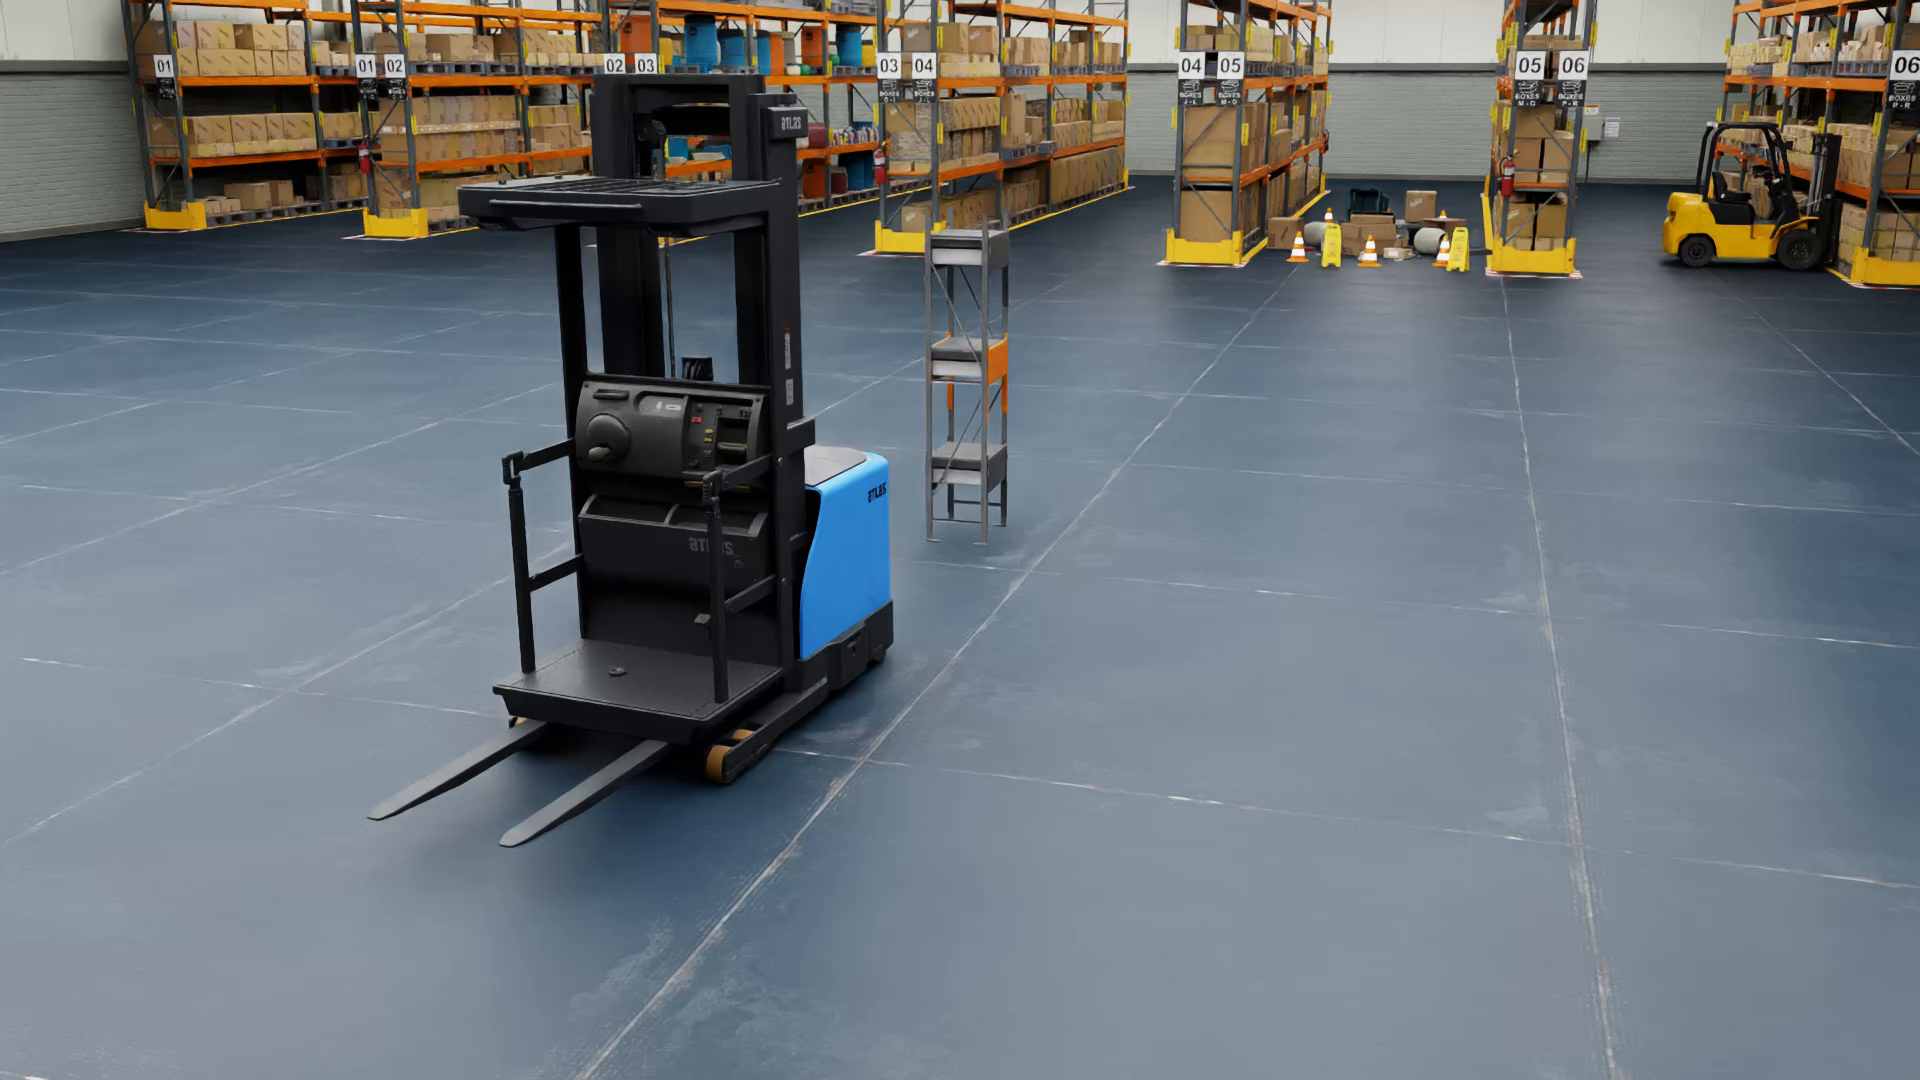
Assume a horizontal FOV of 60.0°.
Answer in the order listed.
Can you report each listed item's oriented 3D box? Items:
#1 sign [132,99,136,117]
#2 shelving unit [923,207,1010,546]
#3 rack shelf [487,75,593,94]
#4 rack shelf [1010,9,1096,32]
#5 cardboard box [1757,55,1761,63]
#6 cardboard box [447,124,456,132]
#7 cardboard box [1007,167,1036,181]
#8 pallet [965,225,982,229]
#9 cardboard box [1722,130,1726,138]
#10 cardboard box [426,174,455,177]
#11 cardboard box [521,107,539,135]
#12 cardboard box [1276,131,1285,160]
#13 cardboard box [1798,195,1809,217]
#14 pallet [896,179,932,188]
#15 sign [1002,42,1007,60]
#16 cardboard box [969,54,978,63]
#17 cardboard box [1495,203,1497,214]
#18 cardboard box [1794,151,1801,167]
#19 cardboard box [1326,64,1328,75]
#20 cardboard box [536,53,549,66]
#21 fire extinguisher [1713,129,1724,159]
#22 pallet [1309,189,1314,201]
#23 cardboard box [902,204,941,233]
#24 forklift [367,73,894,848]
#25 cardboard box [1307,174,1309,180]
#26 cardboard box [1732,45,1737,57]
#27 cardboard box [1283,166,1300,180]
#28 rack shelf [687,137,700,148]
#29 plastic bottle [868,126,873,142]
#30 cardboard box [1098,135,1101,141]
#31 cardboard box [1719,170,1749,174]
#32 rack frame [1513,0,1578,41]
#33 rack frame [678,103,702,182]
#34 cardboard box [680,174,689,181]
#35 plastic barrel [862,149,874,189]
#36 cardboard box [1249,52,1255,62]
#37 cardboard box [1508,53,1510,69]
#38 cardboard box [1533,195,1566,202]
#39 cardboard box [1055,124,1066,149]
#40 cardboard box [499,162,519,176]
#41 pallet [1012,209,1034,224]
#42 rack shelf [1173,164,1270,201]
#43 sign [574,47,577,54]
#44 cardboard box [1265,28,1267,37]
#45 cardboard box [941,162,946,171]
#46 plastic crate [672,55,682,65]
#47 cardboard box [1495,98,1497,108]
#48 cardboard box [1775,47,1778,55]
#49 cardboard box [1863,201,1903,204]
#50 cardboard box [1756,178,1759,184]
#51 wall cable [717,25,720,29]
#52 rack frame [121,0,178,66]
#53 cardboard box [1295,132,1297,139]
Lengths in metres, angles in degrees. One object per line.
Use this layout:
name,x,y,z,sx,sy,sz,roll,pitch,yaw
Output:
sign,-15.623,-8.188,31.499,0.100,0.325,0.005,5,16,16
shelving unit,0.047,-1.053,10.696,0.431,2.100,0.503,5,16,16
rack shelf,-8.641,-9.714,35.402,1.077,0.370,4.000,5,16,16
rack shelf,1.993,-11.242,36.025,1.077,0.370,4.000,5,16,16
cardboard box,16.118,-9.592,33.160,0.380,0.149,0.250,5,17,17
cardboard box,-9.736,-7.764,31.332,0.380,0.149,0.250,4,16,14
cardboard box,1.263,-7.563,34.398,0.500,0.250,0.500,5,17,18
pallet,-0.214,-5.485,29.779,1.003,0.211,1.213,5,16,16
cardboard box,17.429,-9.153,37.332,0.500,0.250,0.500,5,17,16
cardboard box,-10.065,-6.844,32.357,0.500,0.500,0.500,5,16,16
cardboard box,-11.516,-10.855,43.053,0.980,0.700,0.700,5,17,17
cardboard box,5.854,-7.474,31.500,0.500,0.500,0.500,5,17,17
cardboard box,14.915,-5.572,28.558,0.875,0.625,0.625,4,16,15
pallet,-1.322,-9.294,43.210,1.003,0.211,1.213,5,16,16
sign,0.810,-8.976,30.535,0.100,0.325,0.005,5,16,16
cardboard box,0.103,-8.435,29.117,0.380,0.149,0.250,5,17,18
cardboard box,10.333,-6.002,30.539,0.950,0.372,0.625,5,17,18
cardboard box,14.889,-6.647,29.043,0.500,0.250,0.500,5,17,18
cardboard box,8.549,-11.285,39.895,0.500,0.250,0.500,4,16,15
cardboard box,-8.871,-9.971,34.495,0.500,0.250,0.500,3,16,10
fire extinguisher,17.558,-9.169,38.485,0.296,0.674,0.183,5,16,16
pallet,7.790,-8.164,39.225,1.003,0.211,1.213,5,16,16
cardboard box,-0.655,-5.440,28.322,0.500,0.500,0.500,8,18,26
forklift,-1.373,-0.493,7.196,1.130,2.935,3.031,6,17,21
cardboard box,7.720,-8.265,37.836,0.380,0.149,0.250,5,17,19
cardboard box,17.430,-10.838,36.860,0.500,0.250,0.500,5,16,15
cardboard box,6.876,-7.743,35.069,0.500,0.250,0.500,5,17,16
rack shelf,-7.504,-9.318,39.501,1.077,0.370,4.000,5,16,16
plastic bottle,-2.135,-9.512,38.959,0.144,0.351,0.185,5,16,16
cardboard box,3.113,-9.486,39.237,0.380,0.149,0.250,5,17,18
cardboard box,17.695,-8.160,37.907,0.797,0.503,0.637,4,16,14
rack frame,9.789,-9.442,27.628,1.000,3.000,0.127,5,16,16
rack frame,-6.935,-10.187,41.247,1.000,3.000,0.127,5,16,16
cardboard box,-6.949,-8.916,40.541,0.500,0.500,0.500,5,16,16
plastic barrel,-2.358,-8.853,39.621,0.600,0.901,0.708,5,16,16
cardboard box,4.498,-7.703,26.500,0.380,0.149,0.250,5,17,16
cardboard box,9.402,-7.976,27.687,0.500,0.250,0.500,4,16,15
cardboard box,9.592,-5.354,27.103,0.500,0.500,0.500,6,17,19
cardboard box,1.968,-8.660,35.683,0.500,0.500,0.500,4,16,14
cardboard box,-11.746,-9.558,42.199,0.750,0.750,0.750,5,17,17
pallet,0.853,-6.507,33.384,1.003,0.211,1.213,5,16,16
rack shelf,4.446,-6.044,27.961,1.077,0.370,4.000,5,16,16
sign,-8.592,-10.875,37.228,0.100,0.325,0.005,5,16,16
cardboard box,4.929,-8.484,27.793,0.380,0.149,0.250,5,16,16
cardboard box,-0.450,-6.277,27.924,0.380,0.149,0.250,5,16,16
plastic crate,-5.344,-8.620,30.255,0.392,0.384,0.575,5,16,16
cardboard box,12.511,-9.850,38.045,0.500,0.500,0.500,4,16,15
cardboard box,15.869,-9.377,31.894,0.380,0.149,0.250,5,16,16
cardboard box,14.309,-5.124,25.834,0.500,0.250,0.500,5,17,16
cardboard box,16.228,-7.222,33.416,0.380,0.149,0.250,5,16,16
wall cable,-8.599,-14.461,51.012,3.097,2.526,0.112,5,16,16
rack frame,-15.096,-10.317,30.711,1.000,3.000,0.127,5,16,16
cardboard box,6.922,-8.558,35.194,0.380,0.149,0.250,4,16,14
